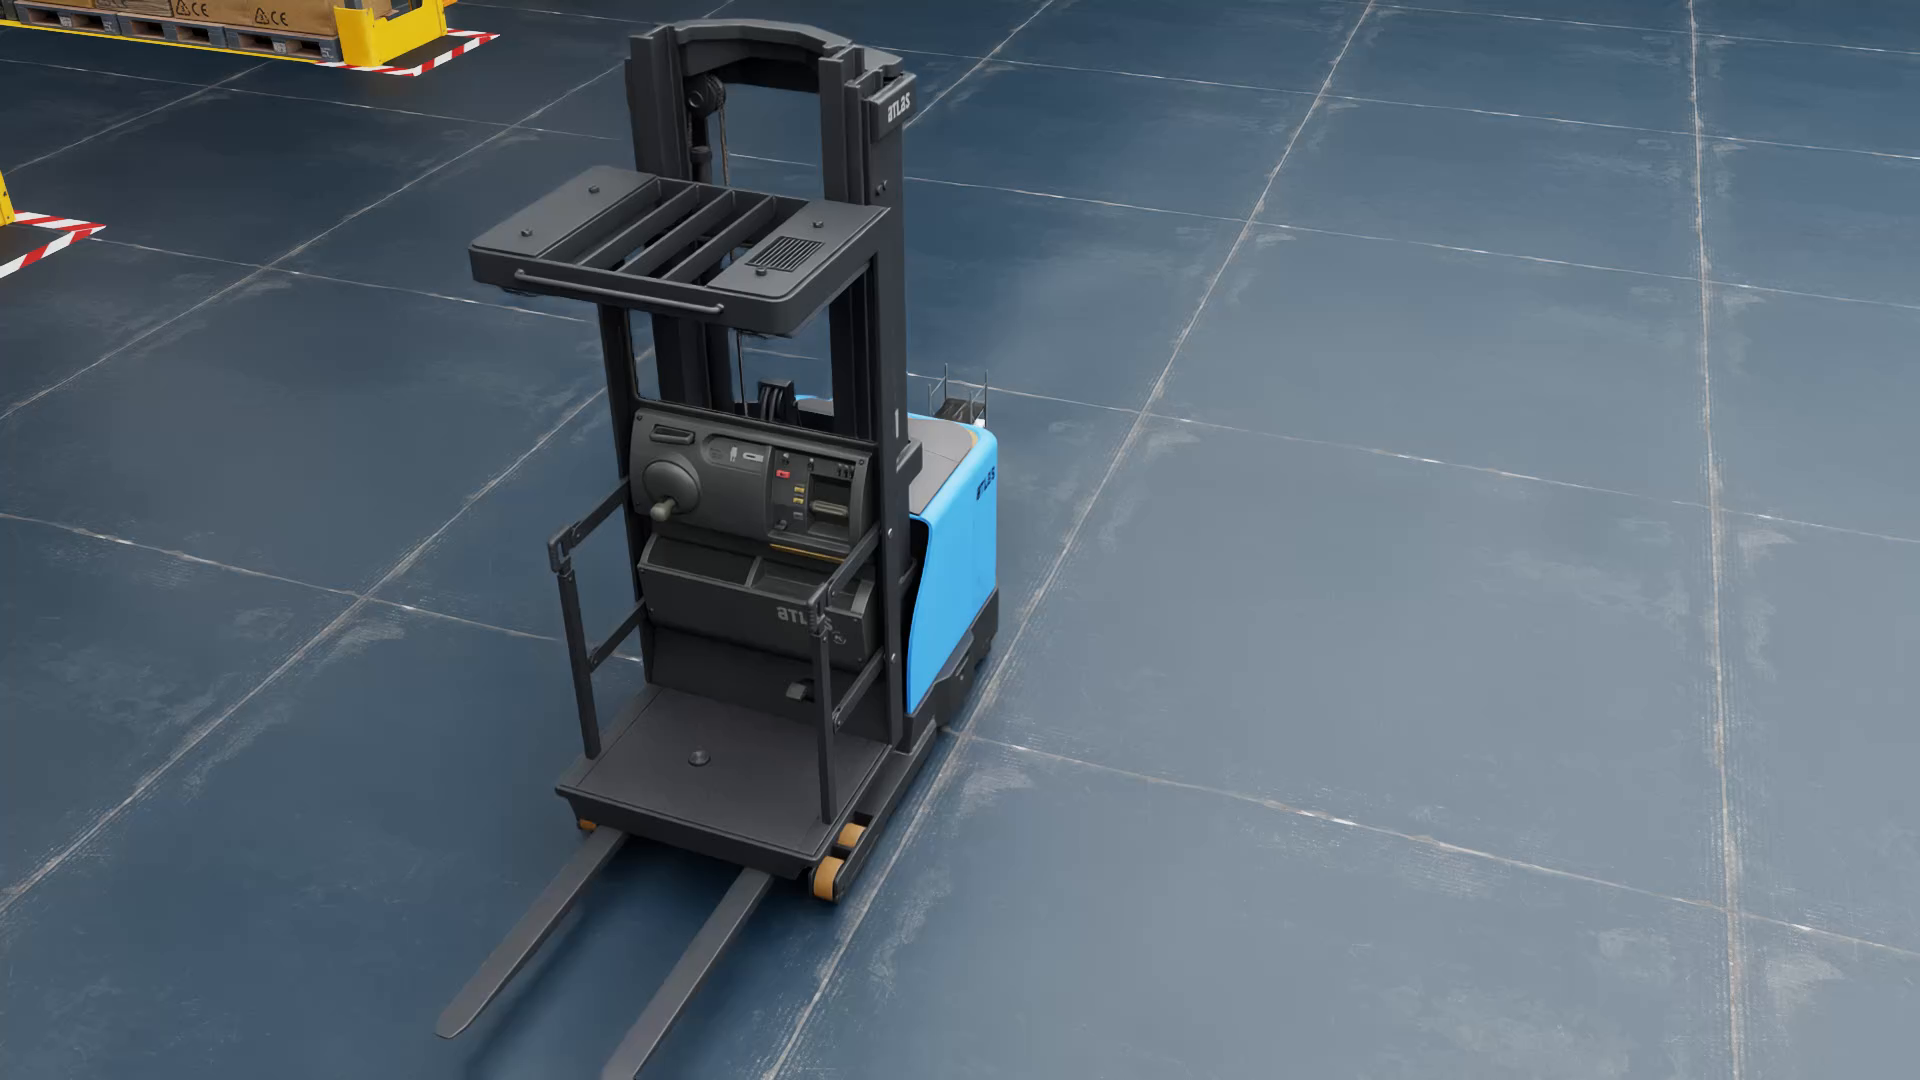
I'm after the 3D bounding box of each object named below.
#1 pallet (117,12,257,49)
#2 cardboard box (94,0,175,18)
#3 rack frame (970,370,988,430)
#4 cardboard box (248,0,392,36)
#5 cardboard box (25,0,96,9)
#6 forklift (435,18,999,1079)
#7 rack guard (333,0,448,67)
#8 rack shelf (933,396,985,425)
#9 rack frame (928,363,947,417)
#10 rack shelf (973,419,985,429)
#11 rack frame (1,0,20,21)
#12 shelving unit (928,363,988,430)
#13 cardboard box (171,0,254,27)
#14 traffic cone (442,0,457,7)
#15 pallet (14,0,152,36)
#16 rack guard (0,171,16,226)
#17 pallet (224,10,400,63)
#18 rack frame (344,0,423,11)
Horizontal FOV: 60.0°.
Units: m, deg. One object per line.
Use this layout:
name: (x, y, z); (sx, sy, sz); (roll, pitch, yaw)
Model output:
pallet: (-7.100, -4.931, 15.693); (1.213, 0.211, 1.003); (11, 34, 16)
cardboard box: (-7.523, -5.474, 15.535); (0.875, 0.875, 0.875); (11, 35, 17)
rack frame: (0.088, -0.361, 7.979); (0.006, 0.900, 0.240); (11, 34, 16)
cardboard box: (-5.837, -5.146, 15.027); (0.875, 0.875, 0.875); (11, 35, 17)
cardboard box: (-8.373, -5.637, 15.787); (0.875, 0.875, 0.875); (12, 35, 17)
forklift: (-0.836, -0.149, 5.778); (1.130, 2.935, 3.031); (12, 35, 18)
rack guard: (-5.153, -4.718, 15.096); (0.348, 0.500, 1.175); (11, 34, 16)
rack shelf: (-0.008, -0.578, 7.880); (0.200, 0.077, 0.258); (11, 34, 16)
rack frame: (-0.103, -0.398, 8.037); (0.006, 0.900, 0.240); (11, 34, 16)
rack shelf: (-0.008, -0.503, 7.929); (0.200, 0.077, 0.258); (11, 34, 16)
rack frame: (-8.941, -6.504, 15.559); (0.127, 3.000, 1.000); (11, 34, 16)
shelving unit: (-0.008, -0.380, 8.008); (0.210, 0.900, 0.258); (11, 34, 16)
cardboard box: (-6.666, -5.306, 15.275); (0.875, 0.875, 0.875); (10, 34, 16)
traffic cone: (-5.197, -5.529, 16.387); (0.334, 0.463, 0.336); (11, 34, 16)
pallet: (-8.252, -5.154, 16.038); (1.213, 0.211, 1.003); (11, 34, 16)
rack guard: (-7.016, -2.222, 11.230); (0.348, 0.500, 1.175); (11, 34, 16)
pallet: (-5.955, -4.707, 15.346); (1.213, 0.211, 1.003); (11, 34, 16)
rack frame: (-5.176, -5.772, 14.425); (0.127, 3.000, 1.000); (11, 34, 16)
